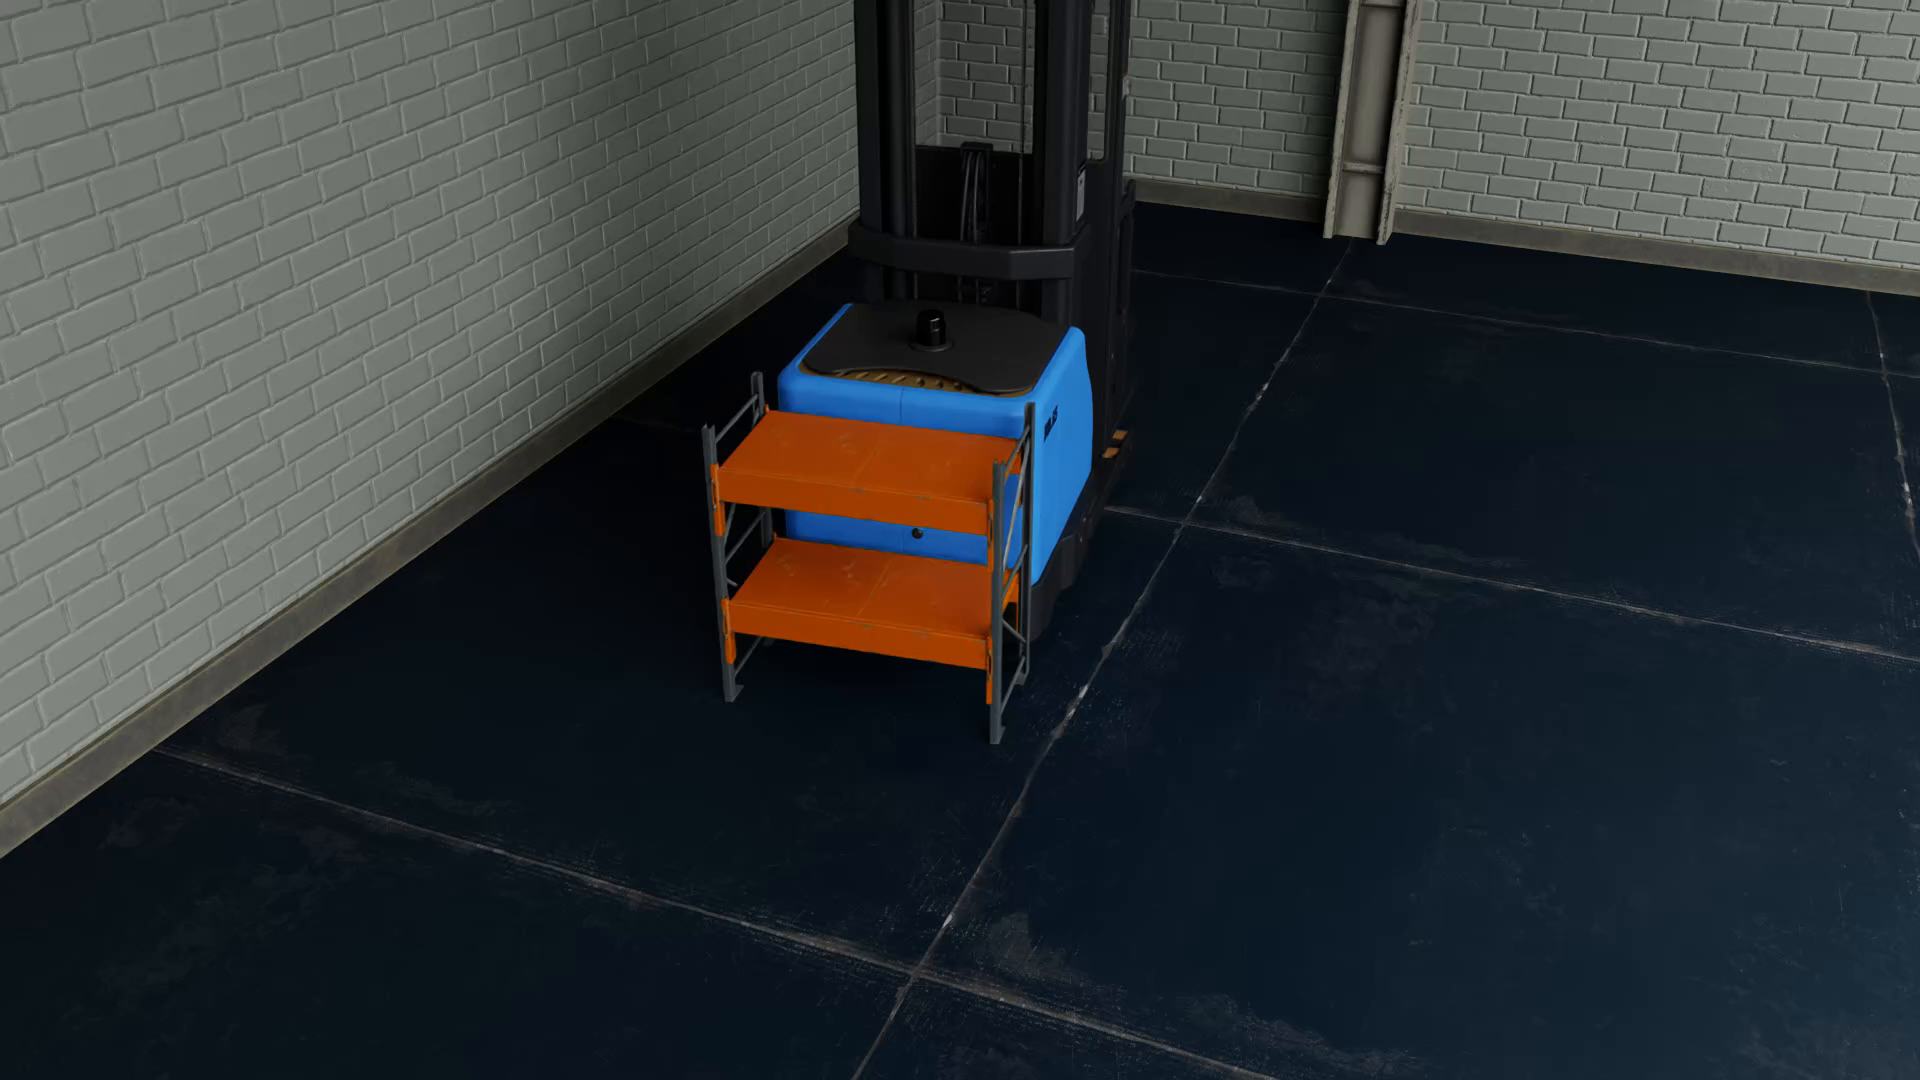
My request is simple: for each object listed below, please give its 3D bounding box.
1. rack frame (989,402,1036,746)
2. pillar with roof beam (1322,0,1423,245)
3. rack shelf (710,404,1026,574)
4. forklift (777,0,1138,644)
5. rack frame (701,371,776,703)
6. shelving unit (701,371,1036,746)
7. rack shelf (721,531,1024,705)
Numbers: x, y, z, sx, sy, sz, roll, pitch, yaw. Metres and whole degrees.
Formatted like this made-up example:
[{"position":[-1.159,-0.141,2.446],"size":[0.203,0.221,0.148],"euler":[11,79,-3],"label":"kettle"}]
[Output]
[{"position":[0.185,0.126,5.883],"size":[0.032,1.125,0.500],"euler":[8,30,13],"label":"rack frame"},{"position":[0.952,-3.935,5.067],"size":[0.400,9.000,9.100],"euler":[11,31,19],"label":"pillar with roof beam"},{"position":[-0.306,-0.194,5.853],"size":[1.000,0.278,0.538],"euler":[8,30,13],"label":"rack shelf"},{"position":[0.195,-1.586,7.078],"size":[1.130,2.935,3.031],"euler":[8,30,14],"label":"forklift"},{"position":[-0.796,-0.004,6.113],"size":[0.032,1.125,0.500],"euler":[8,30,13],"label":"rack frame"},{"position":[-0.306,0.061,5.998],"size":[1.048,1.125,0.538],"euler":[8,30,13],"label":"shelving unit"},{"position":[-0.305,0.273,6.119],"size":[1.000,0.278,0.538],"euler":[8,30,13],"label":"rack shelf"}]
